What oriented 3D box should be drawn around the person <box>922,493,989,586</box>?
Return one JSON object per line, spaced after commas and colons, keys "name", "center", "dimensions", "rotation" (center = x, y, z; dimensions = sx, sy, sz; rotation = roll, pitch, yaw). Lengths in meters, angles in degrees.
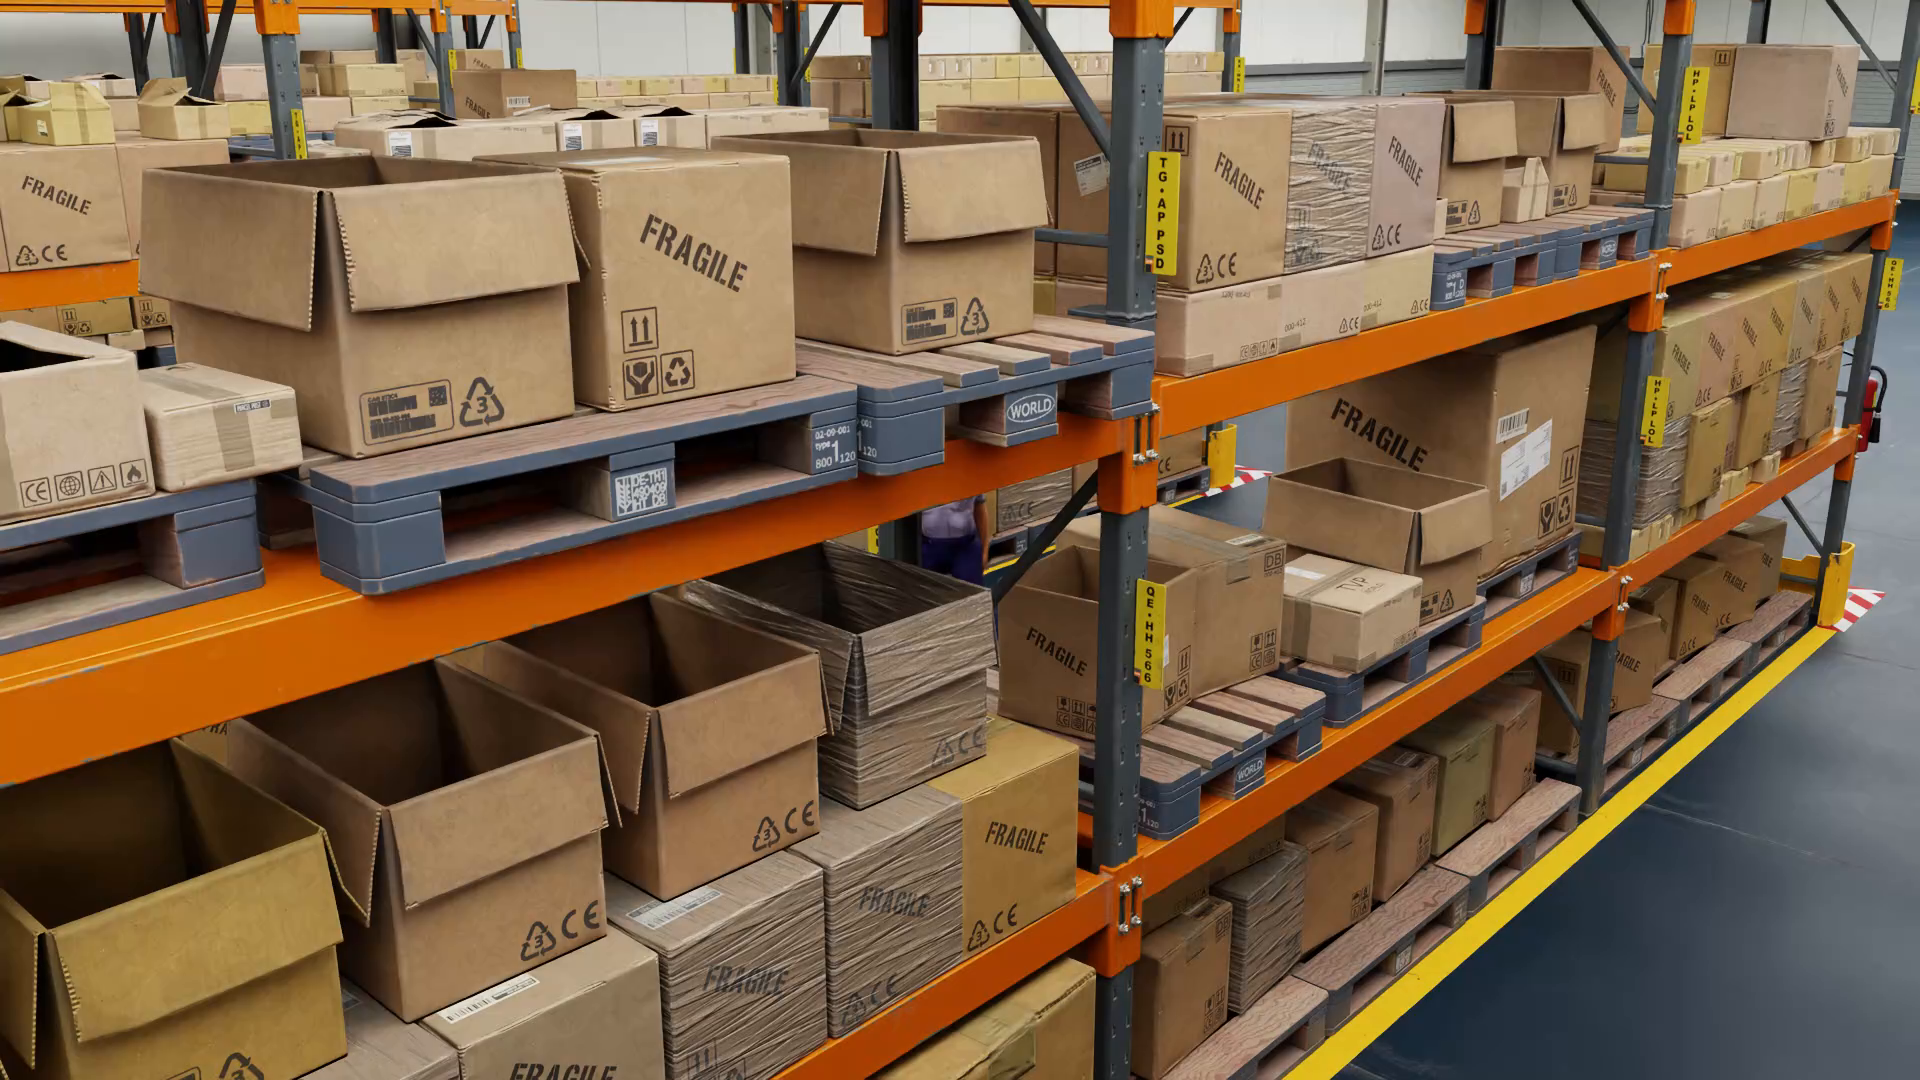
{"name": "person", "center": [-0.074, 0.097, 9.733], "dimensions": [0.483, 1.642, 0.574], "rotation": [1, 17, 5]}
